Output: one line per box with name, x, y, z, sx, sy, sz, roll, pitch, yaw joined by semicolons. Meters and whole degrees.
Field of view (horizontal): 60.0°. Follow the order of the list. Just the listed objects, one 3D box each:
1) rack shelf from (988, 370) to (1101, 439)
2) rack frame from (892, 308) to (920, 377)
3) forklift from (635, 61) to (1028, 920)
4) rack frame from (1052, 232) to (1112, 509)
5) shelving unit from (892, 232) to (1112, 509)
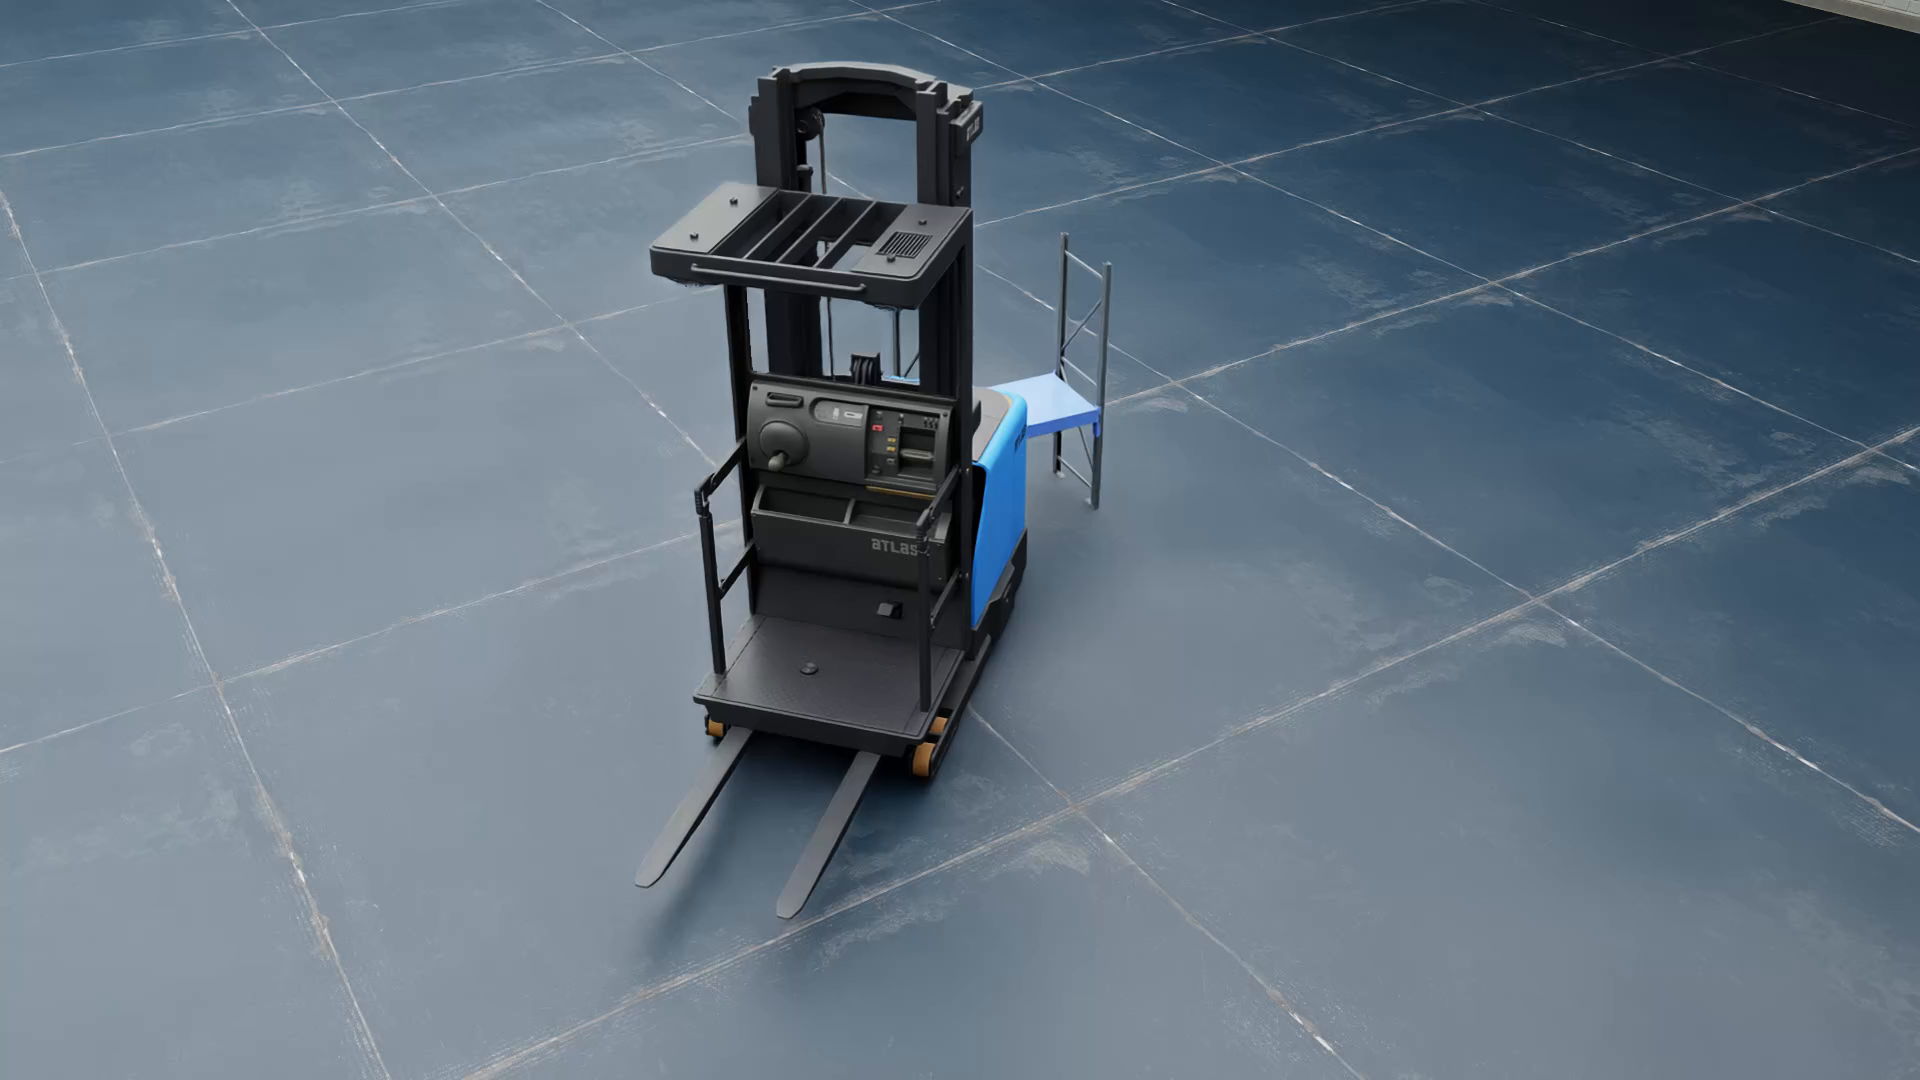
rack shelf;0.218;-0.661;9.230;1.000;0.185;0.538;-15;35;-22
rack frame;-0.239;-0.694;8.944;0.032;1.500;0.500;-15;35;-22
forklift;-0.552;-0.397;7.132;1.130;2.935;3.031;9;33;14
rack frame;0.674;-0.933;9.323;0.032;1.500;0.500;-15;35;-22
shelving unit;0.218;-0.813;9.134;1.048;1.500;0.538;-15;35;-22
